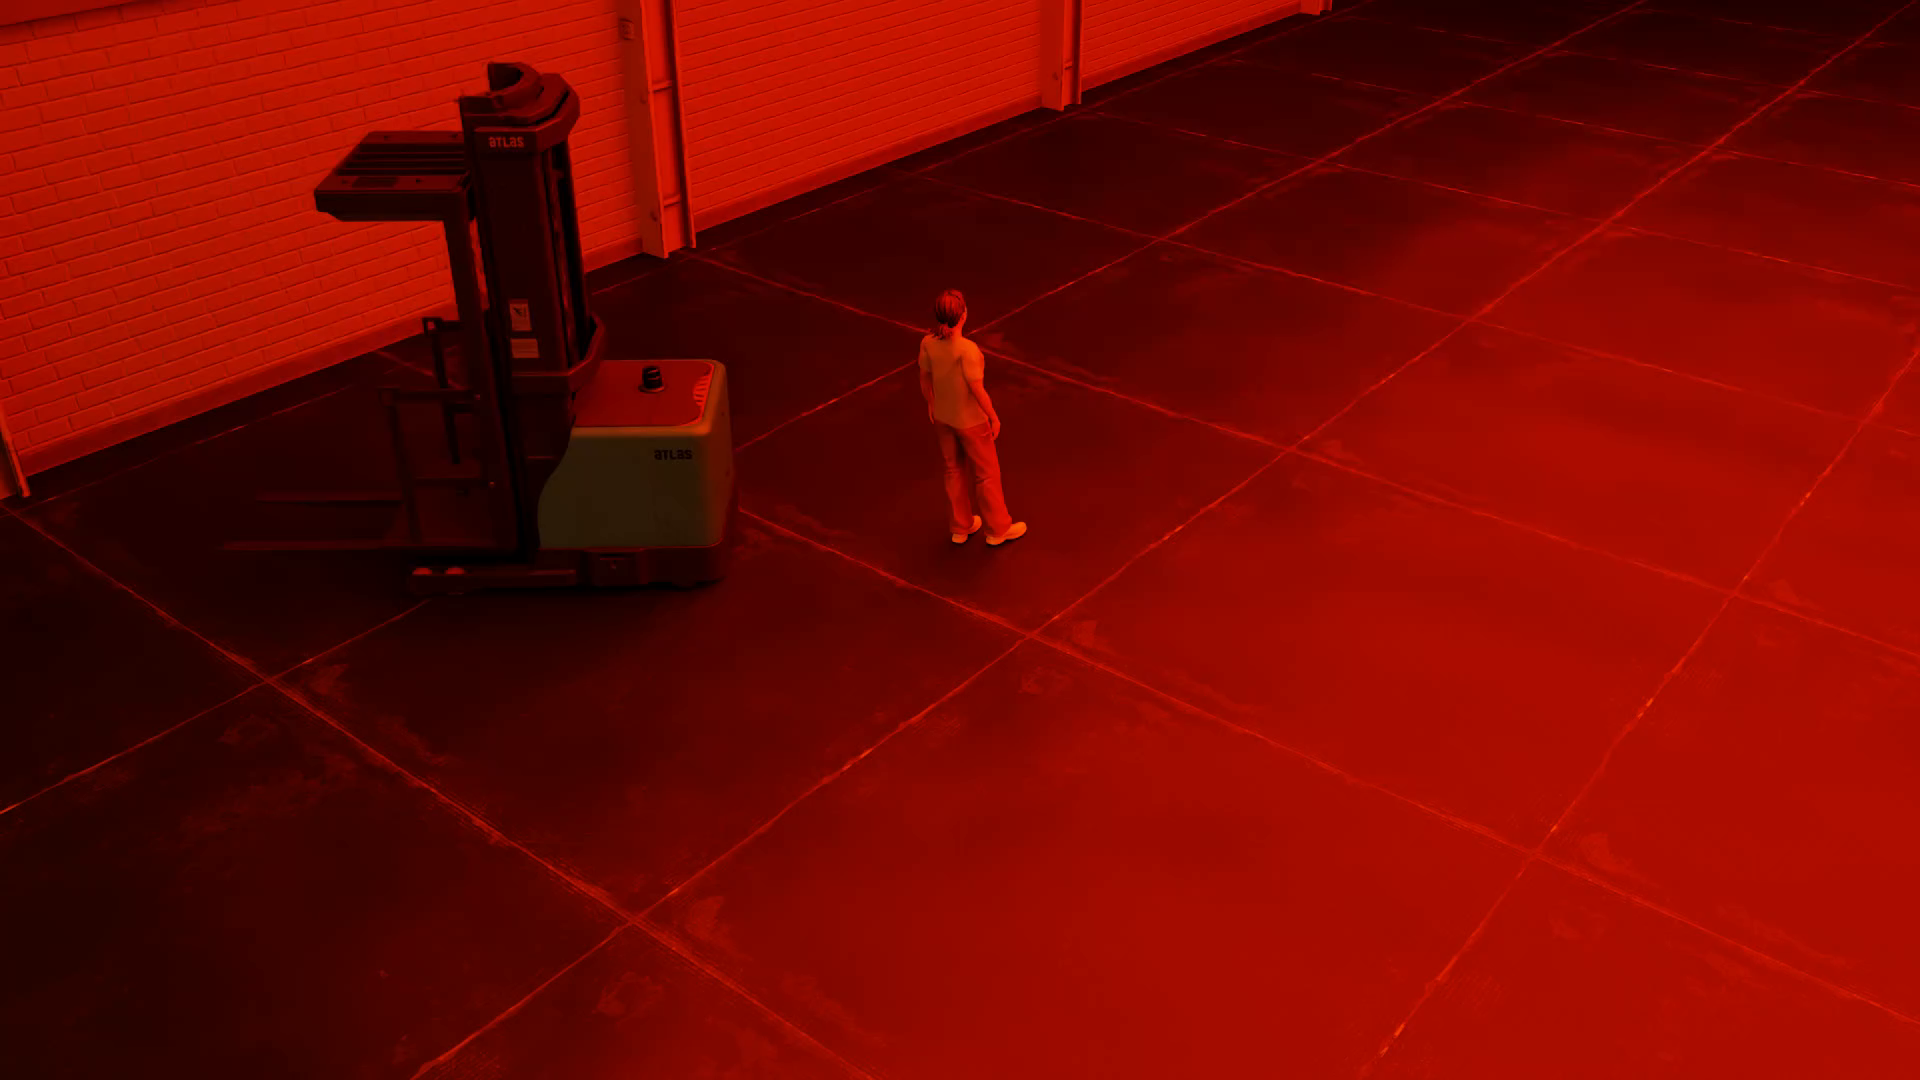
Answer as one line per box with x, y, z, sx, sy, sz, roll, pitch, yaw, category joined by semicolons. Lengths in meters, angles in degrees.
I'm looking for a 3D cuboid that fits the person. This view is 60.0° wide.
0.055;-0.755;10.117;0.554;1.676;0.549;22;37;33;person

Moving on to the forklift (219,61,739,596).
-2.936;-1.202;9.652;3.031;2.935;1.130;-1;30;-1;forklift
